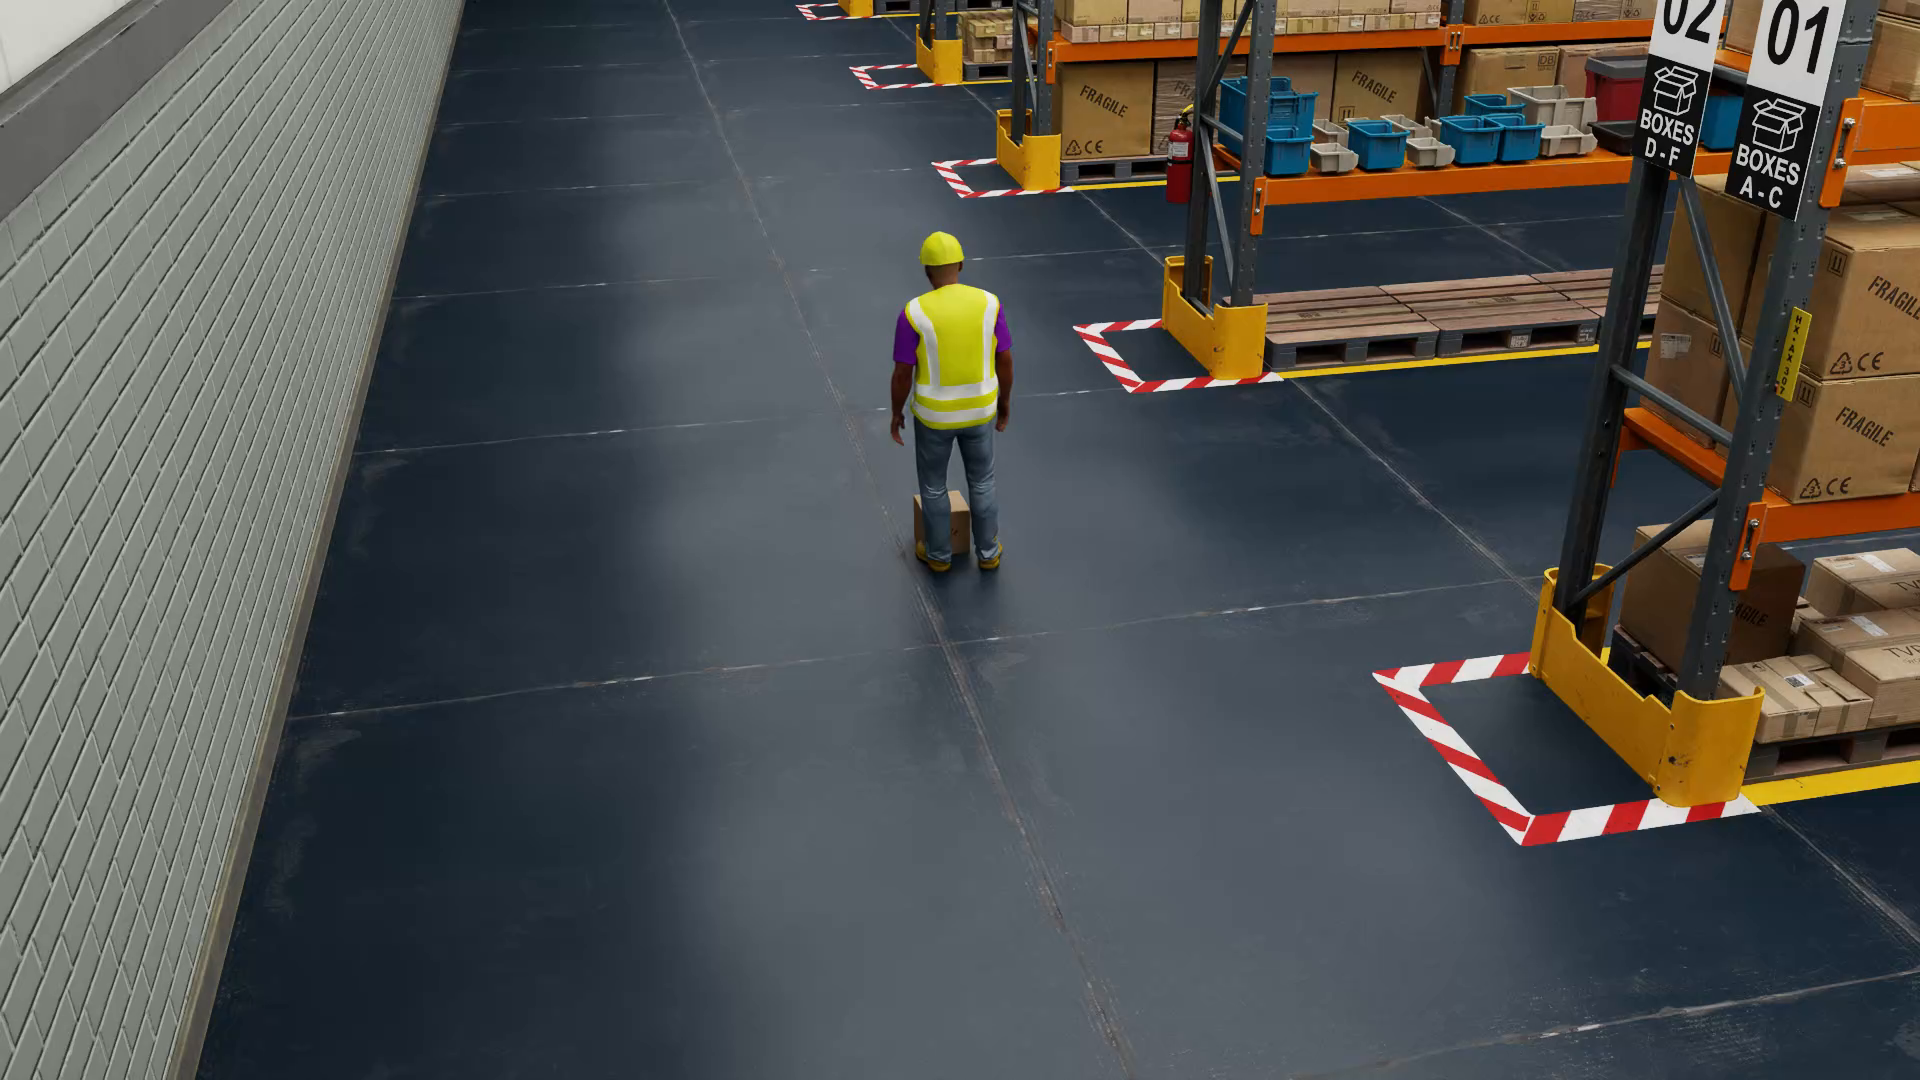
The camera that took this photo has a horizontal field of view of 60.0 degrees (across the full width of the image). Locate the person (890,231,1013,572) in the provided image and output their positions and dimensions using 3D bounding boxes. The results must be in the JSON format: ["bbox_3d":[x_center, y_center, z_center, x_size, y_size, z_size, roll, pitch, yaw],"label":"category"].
[{"bbox_3d":[-0.046,-0.660,8.287,0.634,1.759,0.460,-8,28,-15],"label":"person"}]
